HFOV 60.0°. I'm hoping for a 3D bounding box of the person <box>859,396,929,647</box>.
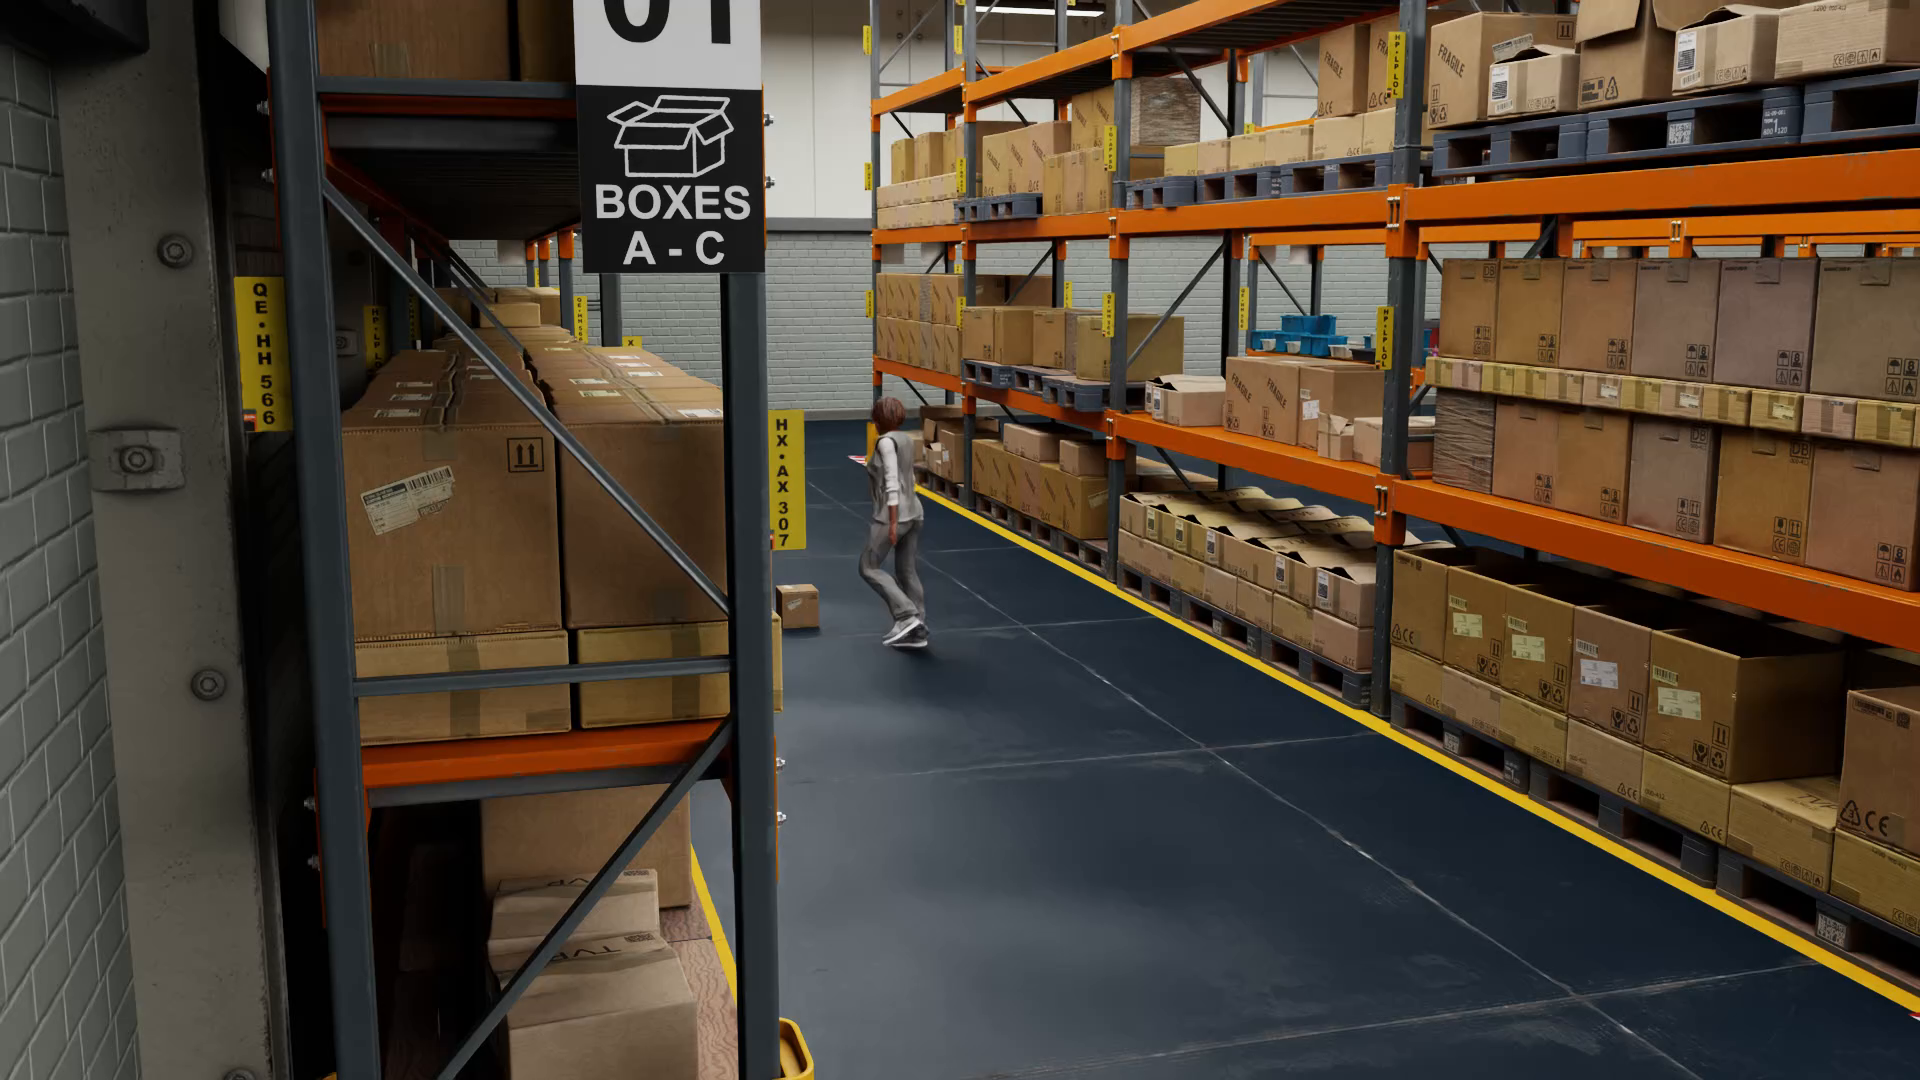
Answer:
[{"bbox_3d":[-0.380,-0.109,10.478,0.435,1.584,0.445,5,11,26],"label":"person"}]
